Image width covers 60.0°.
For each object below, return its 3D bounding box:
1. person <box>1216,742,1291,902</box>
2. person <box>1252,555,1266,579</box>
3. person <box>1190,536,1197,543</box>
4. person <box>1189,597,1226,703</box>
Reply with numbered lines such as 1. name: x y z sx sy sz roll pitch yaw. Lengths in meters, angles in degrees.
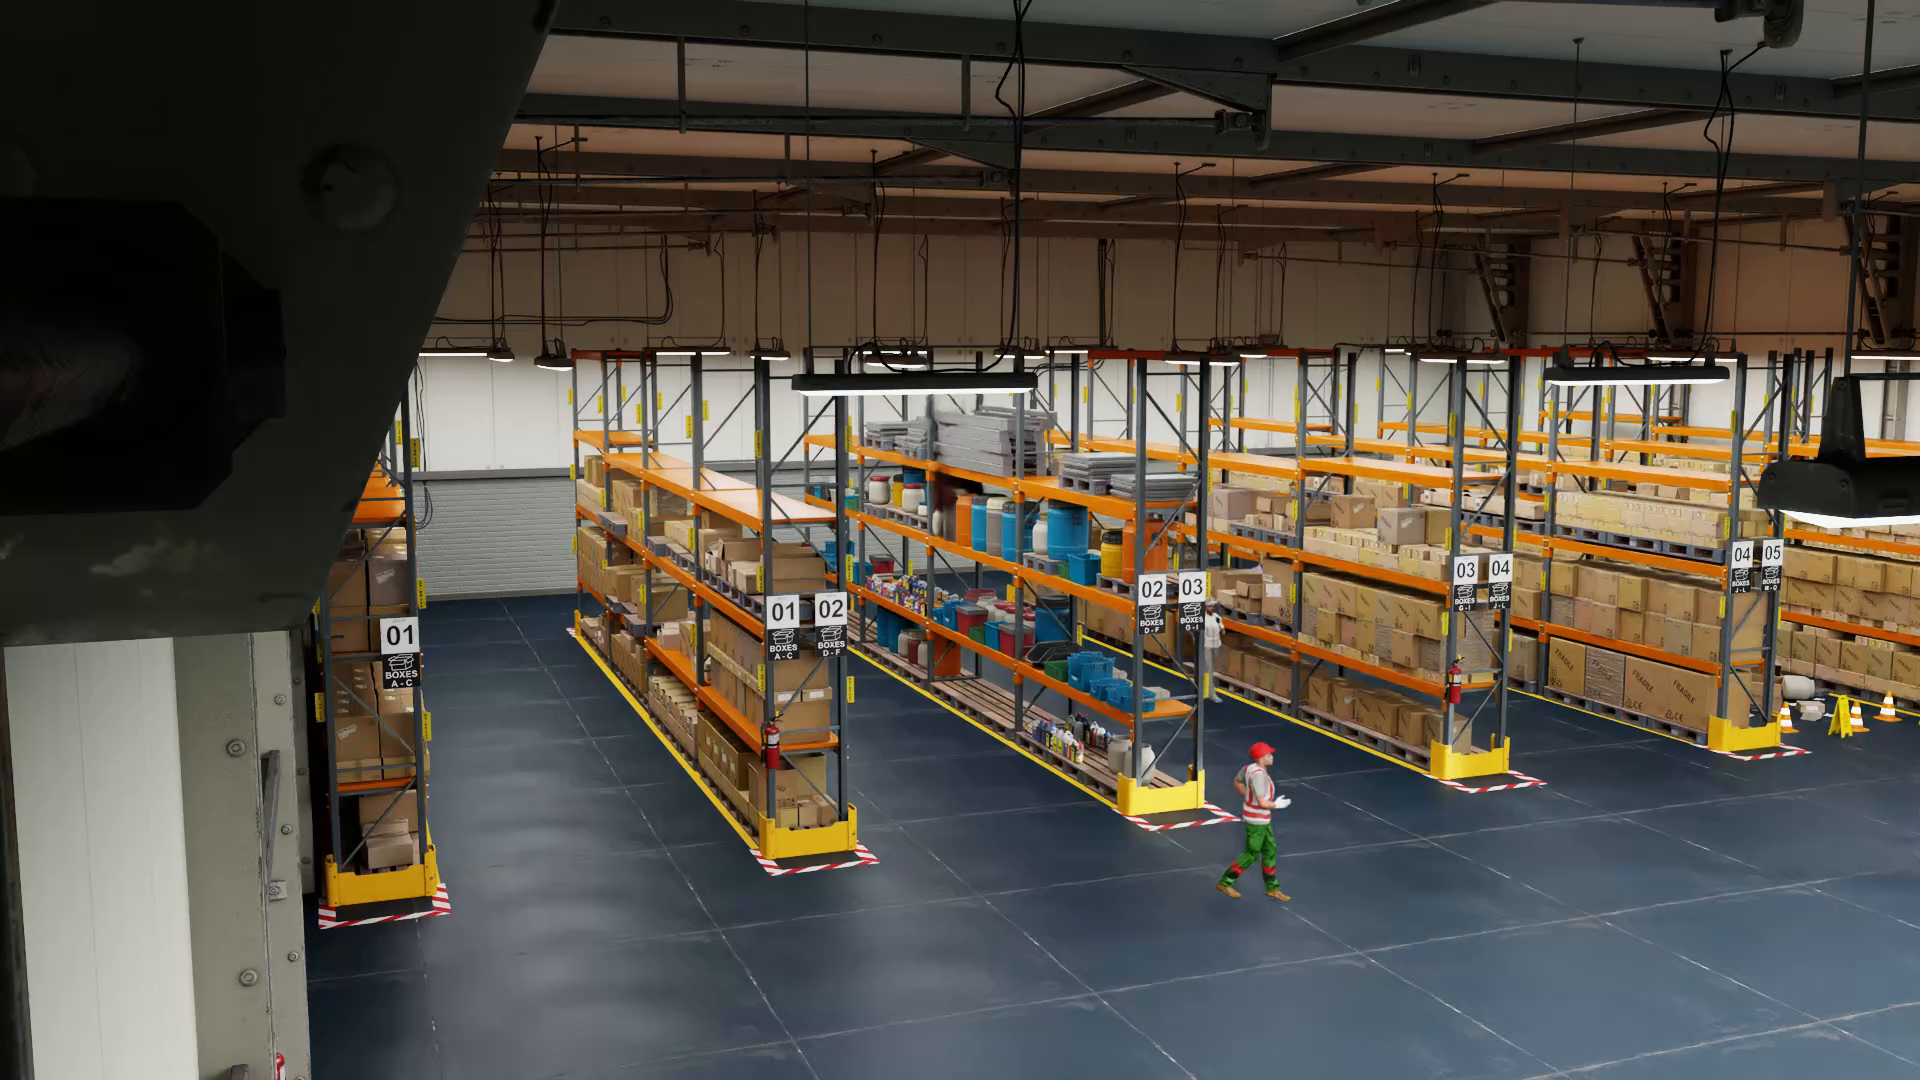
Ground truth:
1. person: 3.287 3.146 18.505 0.854 1.829 0.684 1 7 5
2. person: 6.501 1.120 35.541 0.618 1.607 0.570 -2 7 -18
3. person: 5.829 0.457 41.181 0.525 1.539 0.525 -5 9 -37
4. person: 4.112 1.798 27.403 0.579 1.737 0.860 -3 8 -24
